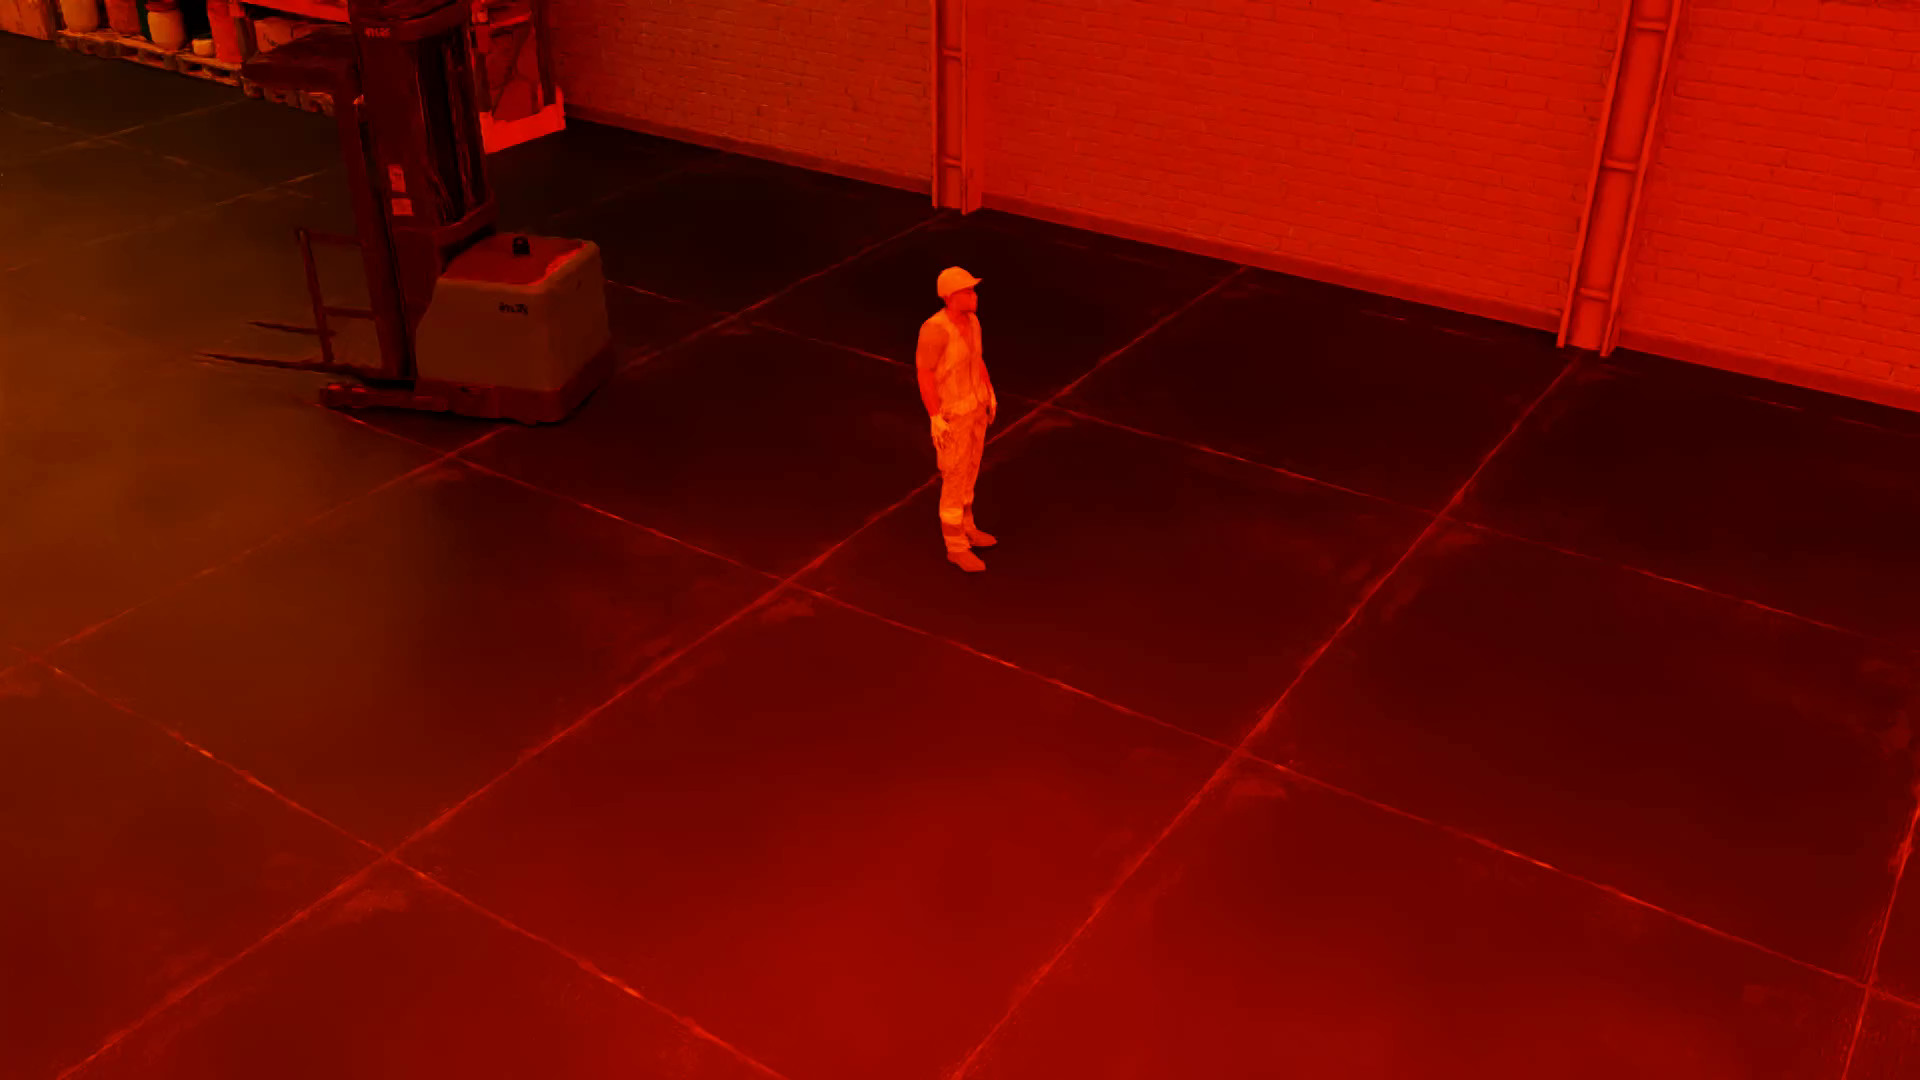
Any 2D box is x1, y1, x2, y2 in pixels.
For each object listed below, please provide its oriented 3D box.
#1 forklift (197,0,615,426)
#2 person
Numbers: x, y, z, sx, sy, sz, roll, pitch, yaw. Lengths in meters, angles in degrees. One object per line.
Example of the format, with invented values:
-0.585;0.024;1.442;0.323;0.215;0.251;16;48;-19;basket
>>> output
-4.186;-2.469;11.834;3.031;2.935;1.130;7;31;12;forklift
0.061;-0.753;10.001;0.563;1.787;0.637;19;35;29;person
